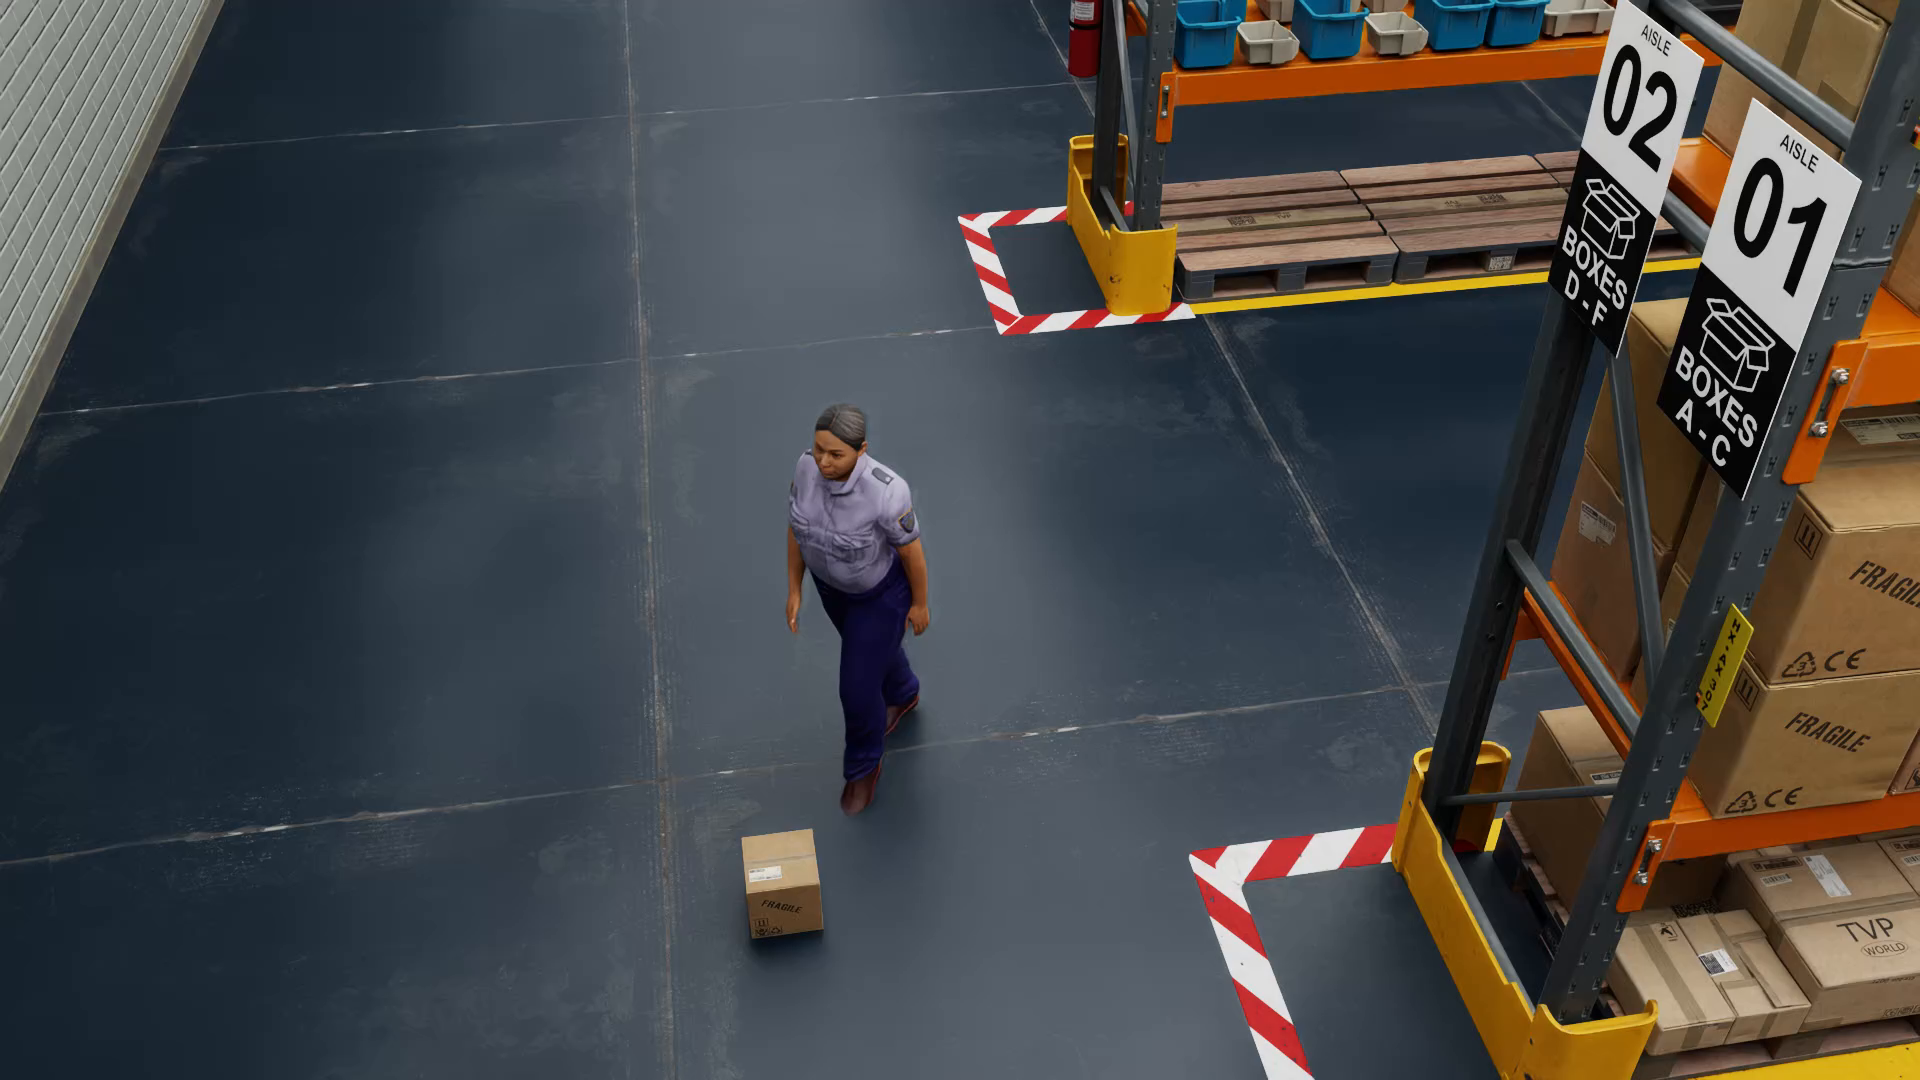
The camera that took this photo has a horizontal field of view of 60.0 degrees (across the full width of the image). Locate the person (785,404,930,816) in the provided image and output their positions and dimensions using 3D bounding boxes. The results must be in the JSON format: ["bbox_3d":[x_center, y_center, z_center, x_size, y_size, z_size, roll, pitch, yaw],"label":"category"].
[{"bbox_3d":[-0.352,0.206,5.963,0.487,1.683,0.635,29,47,31],"label":"person"}]
